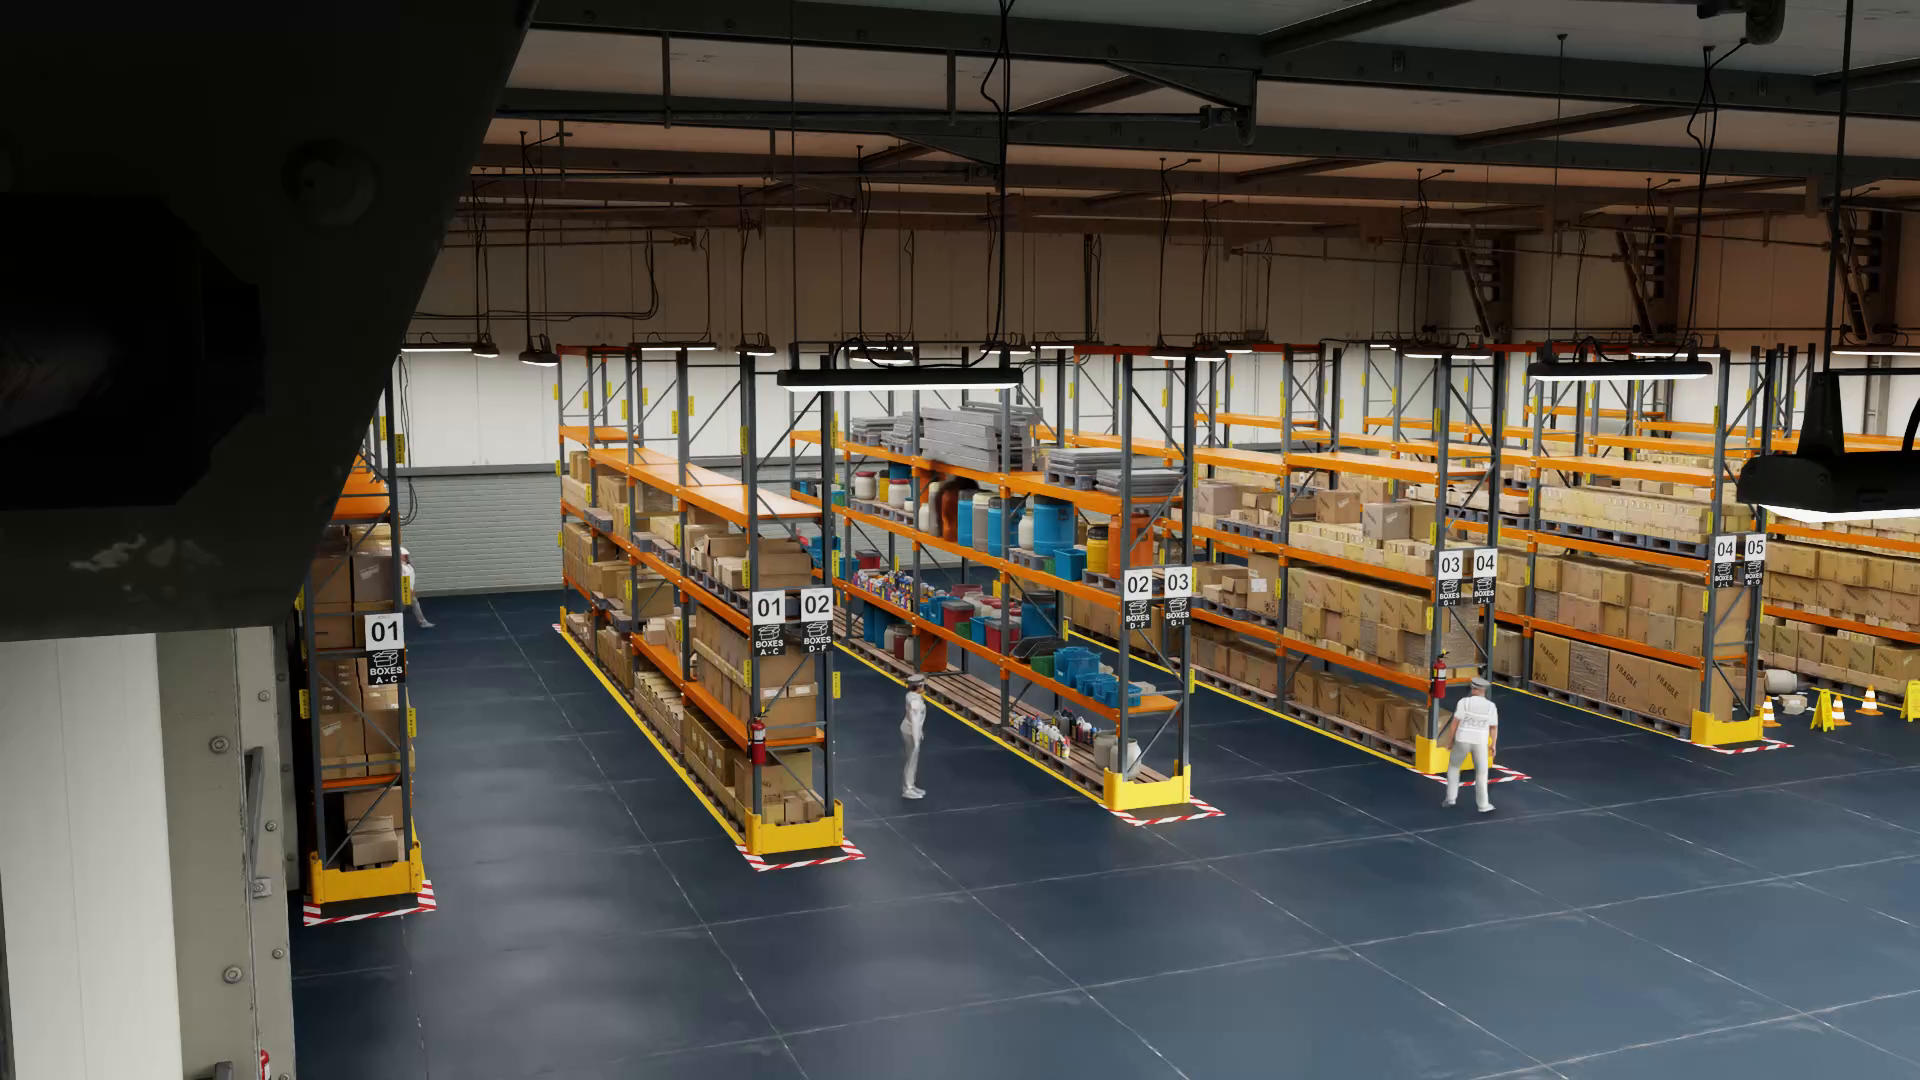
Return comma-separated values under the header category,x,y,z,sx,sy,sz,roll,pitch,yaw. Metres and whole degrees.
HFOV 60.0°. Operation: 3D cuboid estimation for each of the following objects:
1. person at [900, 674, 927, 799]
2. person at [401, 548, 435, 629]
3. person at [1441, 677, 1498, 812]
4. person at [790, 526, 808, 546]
category,x,y,z,sx,sy,sz,roll,pitch,yaw
person,-0.624,2.650,22.508,0.346,1.683,0.514,-1,7,-9
person,-11.516,1.028,34.817,0.915,1.734,0.582,-2,7,-13
person,6.720,2.715,21.939,0.702,1.823,0.404,3,8,19
person,-3.822,0.519,39.042,0.614,1.670,0.970,0,7,0
